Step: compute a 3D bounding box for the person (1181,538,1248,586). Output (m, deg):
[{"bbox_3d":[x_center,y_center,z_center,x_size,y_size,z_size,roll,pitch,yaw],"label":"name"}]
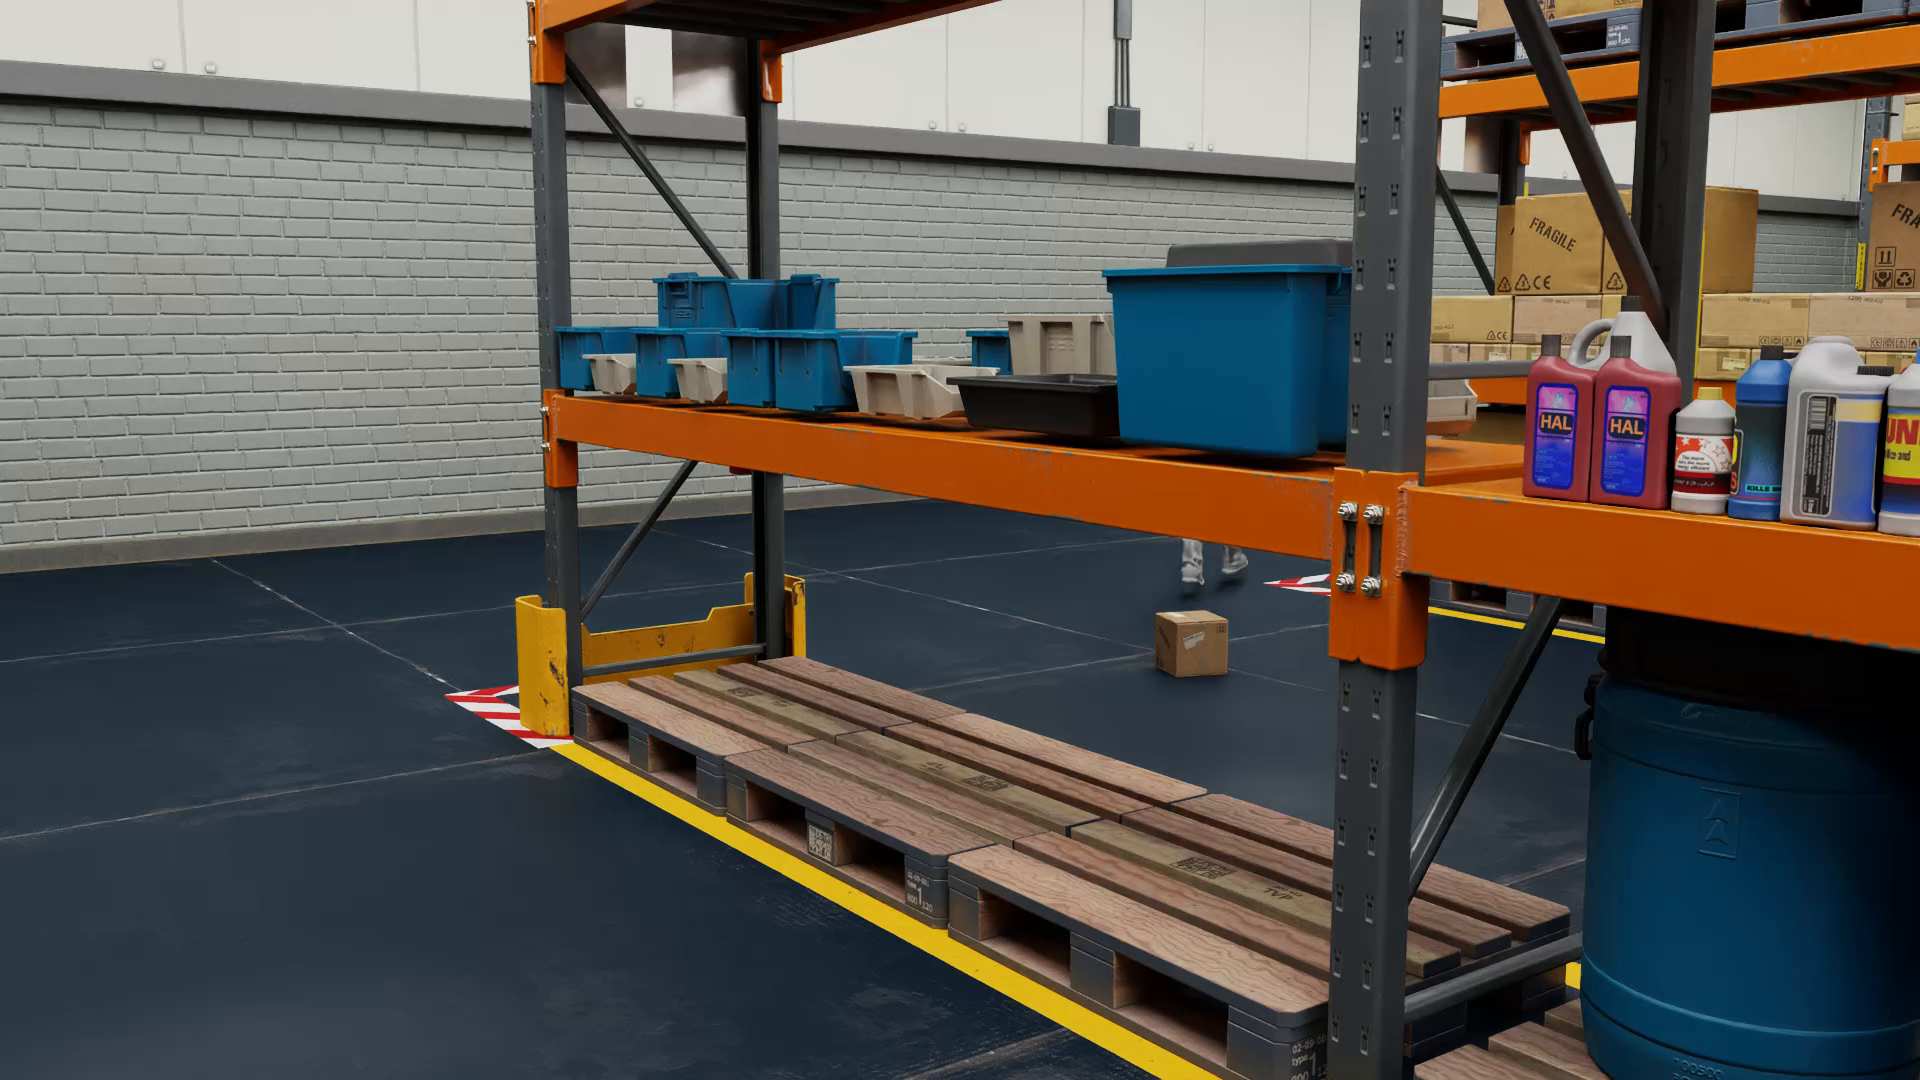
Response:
[{"bbox_3d":[1.516,-0.575,9.798,0.486,1.628,0.982,3,8,18],"label":"person"}]
